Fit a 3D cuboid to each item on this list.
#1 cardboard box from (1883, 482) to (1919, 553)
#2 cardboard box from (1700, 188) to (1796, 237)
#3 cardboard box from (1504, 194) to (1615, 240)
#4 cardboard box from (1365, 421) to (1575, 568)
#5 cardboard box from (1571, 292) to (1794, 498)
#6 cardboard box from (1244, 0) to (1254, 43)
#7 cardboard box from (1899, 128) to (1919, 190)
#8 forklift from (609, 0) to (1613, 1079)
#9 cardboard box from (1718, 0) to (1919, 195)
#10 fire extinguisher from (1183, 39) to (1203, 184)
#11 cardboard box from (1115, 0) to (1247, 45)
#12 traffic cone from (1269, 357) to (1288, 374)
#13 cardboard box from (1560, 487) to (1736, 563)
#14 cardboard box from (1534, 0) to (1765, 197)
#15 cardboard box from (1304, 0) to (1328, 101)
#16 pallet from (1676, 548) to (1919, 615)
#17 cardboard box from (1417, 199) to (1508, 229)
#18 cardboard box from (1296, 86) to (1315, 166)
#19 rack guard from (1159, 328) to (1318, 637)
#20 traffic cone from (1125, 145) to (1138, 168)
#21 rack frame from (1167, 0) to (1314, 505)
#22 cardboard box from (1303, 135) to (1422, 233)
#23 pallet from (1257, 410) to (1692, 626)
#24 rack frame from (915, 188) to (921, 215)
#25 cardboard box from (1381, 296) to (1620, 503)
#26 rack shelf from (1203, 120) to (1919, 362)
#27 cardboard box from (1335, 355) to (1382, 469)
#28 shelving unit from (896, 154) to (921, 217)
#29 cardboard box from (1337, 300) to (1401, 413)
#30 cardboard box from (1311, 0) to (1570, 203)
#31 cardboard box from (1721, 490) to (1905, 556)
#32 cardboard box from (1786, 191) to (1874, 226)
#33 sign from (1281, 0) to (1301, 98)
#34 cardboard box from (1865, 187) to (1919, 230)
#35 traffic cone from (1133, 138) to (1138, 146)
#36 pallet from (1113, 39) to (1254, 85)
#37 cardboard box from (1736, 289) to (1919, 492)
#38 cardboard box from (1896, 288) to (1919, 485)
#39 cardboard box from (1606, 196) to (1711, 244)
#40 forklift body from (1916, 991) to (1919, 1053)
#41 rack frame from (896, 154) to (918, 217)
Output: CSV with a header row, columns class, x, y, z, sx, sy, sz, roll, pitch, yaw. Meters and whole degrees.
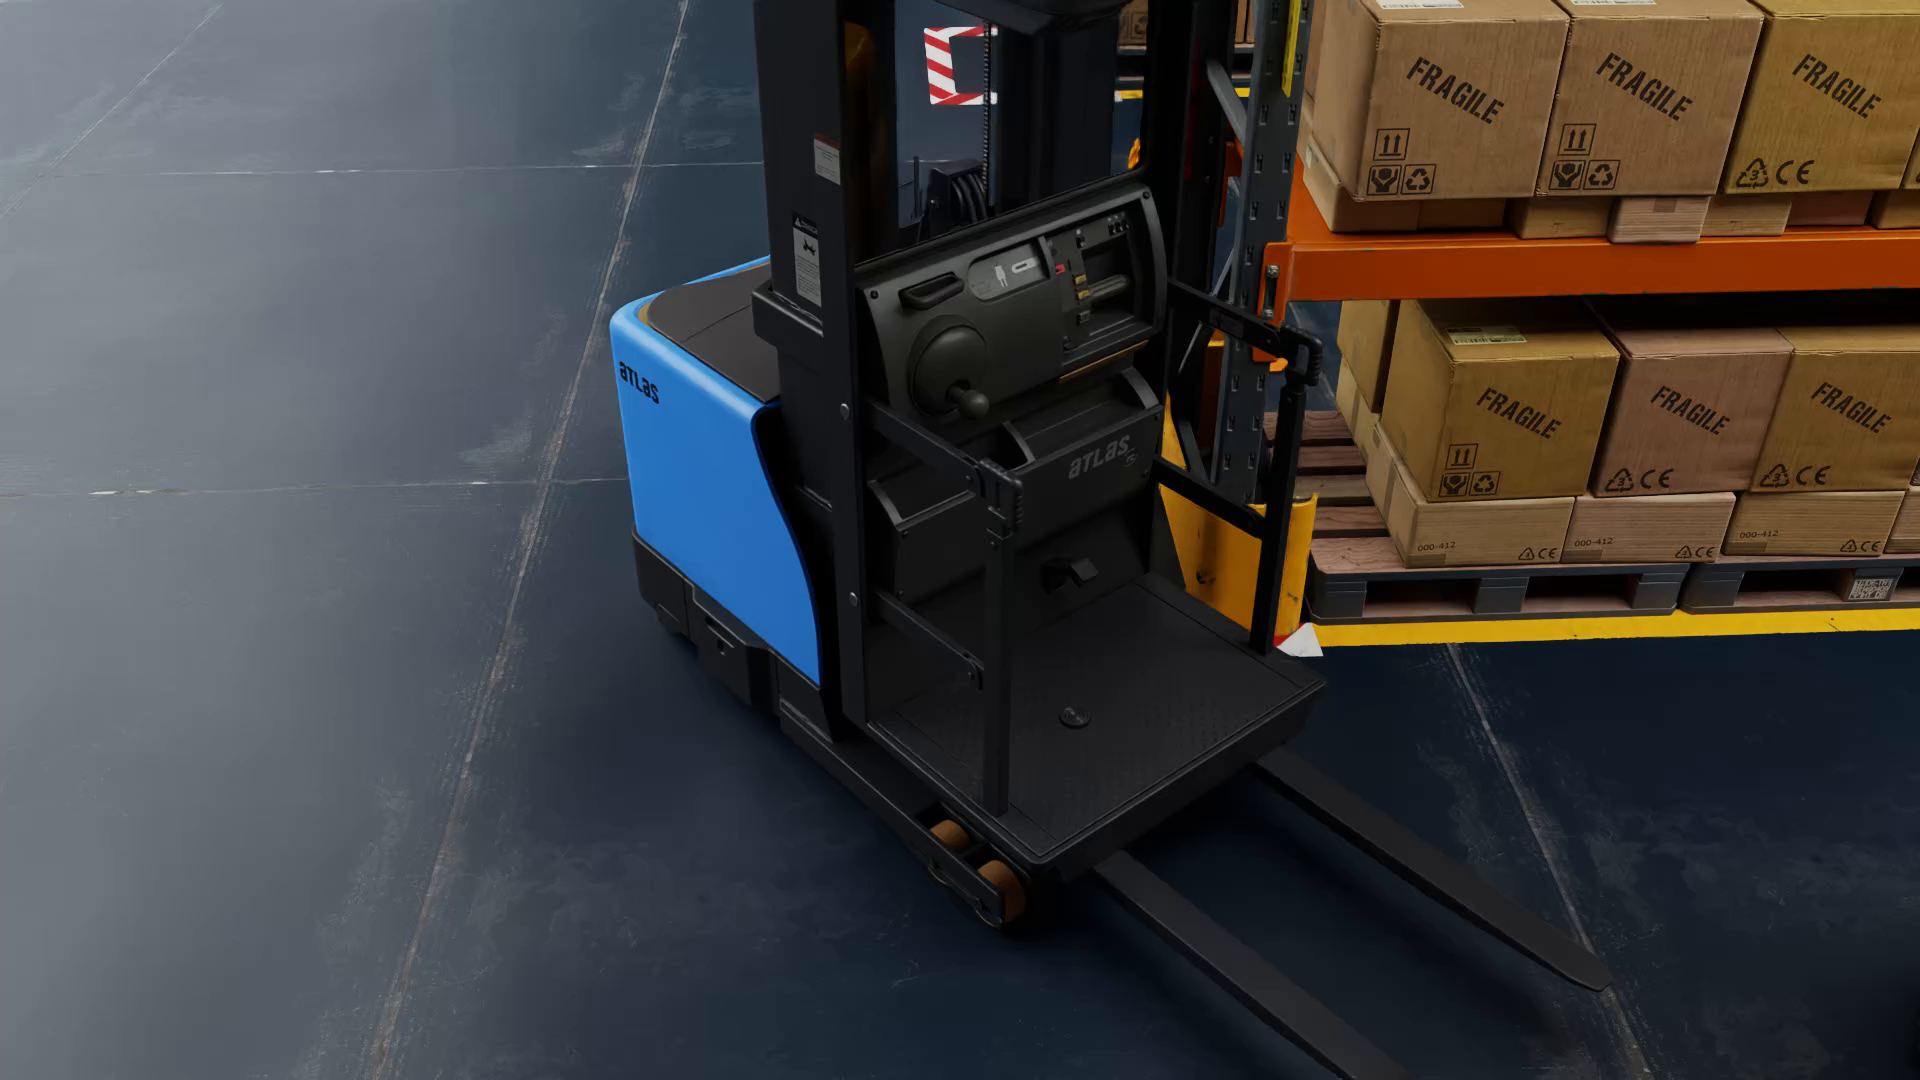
class,x,y,z,sx,sy,sz,roll,pitch,yaw
cardboard box,3.197,-0.204,5.456,0.500,0.250,0.500,-1,35,-1
cardboard box,2.201,-1.025,4.815,0.250,0.149,0.380,-1,35,-1
cardboard box,1.689,-1.018,4.806,0.250,0.149,0.380,-3,35,-4
cardboard box,1.638,-0.160,5.393,0.500,0.250,0.500,-2,35,-3
cardboard box,2.184,-0.486,5.205,0.500,0.500,0.500,-3,35,-4
cardboard box,2.037,-3.444,9.589,0.875,0.875,0.875,-2,35,-3
cardboard box,2.839,-1.321,4.673,0.500,0.500,0.500,-2,35,-3
forklift,0.294,-0.533,3.945,1.130,2.935,3.031,-26,42,-32
cardboard box,2.332,-1.302,4.647,0.500,0.500,0.500,-2,35,-3
fire extinguisher,0.683,-1.481,5.322,0.183,0.674,0.296,-2,35,-2
cardboard box,1.158,-3.420,9.553,0.875,0.875,0.875,-1,35,-2
traffic cone,1.188,-0.955,6.724,0.334,0.463,0.336,-2,35,-2
cardboard box,2.148,-0.170,5.407,0.500,0.250,0.500,0,35,-1
cardboard box,1.823,-1.288,4.626,0.500,0.500,0.500,-1,35,-1
cardboard box,1.348,-1.588,5.060,0.500,0.500,0.500,-2,35,-3
pallet,2.924,-0.142,5.770,1.213,0.211,1.003,-2,35,-2
cardboard box,1.420,-1.057,4.862,0.250,0.149,0.380,-1,35,-2
cardboard box,1.183,-1.282,5.187,0.250,0.149,0.380,0,35,-1
rack guard,0.895,-0.228,5.640,0.348,0.500,1.175,-2,35,-2
traffic cone,0.796,-1.577,7.622,0.334,0.463,0.336,-2,35,-2
rack frame,0.819,-1.254,4.926,0.127,3.000,1.000,-2,35,-2
cardboard box,1.168,-1.042,4.840,0.250,0.149,0.380,-1,35,-2
pallet,1.708,-0.111,5.725,1.213,0.211,1.003,-2,35,-2
rack frame,-0.064,-0.660,5.647,0.006,1.200,0.240,23,41,30
cardboard box,1.662,-0.470,5.181,0.500,0.500,0.500,-3,35,-4
rack shelf,2.817,-1.012,5.208,4.000,0.370,1.077,-2,35,-2
cardboard box,1.638,-0.471,5.842,0.500,0.250,0.500,-2,35,-2
shelving unit,-0.138,-0.691,5.693,0.189,1.200,0.258,23,41,30
cardboard box,1.607,-0.774,5.621,0.500,0.500,0.500,-1,35,-2
cardboard box,1.305,-1.272,4.603,0.500,0.500,0.500,-2,35,-3
cardboard box,2.693,-0.192,5.438,0.500,0.250,0.500,1,35,1
cardboard box,2.462,-1.066,4.875,0.250,0.149,0.380,0,35,-1
sign,0.845,-1.301,4.234,0.005,0.325,0.100,-2,35,-2
cardboard box,2.727,-1.056,4.861,0.250,0.149,0.380,-2,35,-3
traffic cone,1.082,-2.229,8.564,0.334,0.463,0.336,-2,35,-2
pallet,1.279,-2.984,9.876,1.213,0.211,1.003,-2,35,-2
cardboard box,2.685,-0.495,5.218,0.500,0.500,0.500,-1,35,-1
cardboard box,3.219,-0.514,5.245,0.500,0.500,0.500,0,35,0
cardboard box,1.944,-0.999,4.778,0.250,0.149,0.380,-1,35,-1
forklift body,2.866,0.829,2.663,1.214,2.155,2.313,-2,35,-2
rack frame,-0.211,-0.721,5.738,0.006,1.200,0.240,23,41,30
